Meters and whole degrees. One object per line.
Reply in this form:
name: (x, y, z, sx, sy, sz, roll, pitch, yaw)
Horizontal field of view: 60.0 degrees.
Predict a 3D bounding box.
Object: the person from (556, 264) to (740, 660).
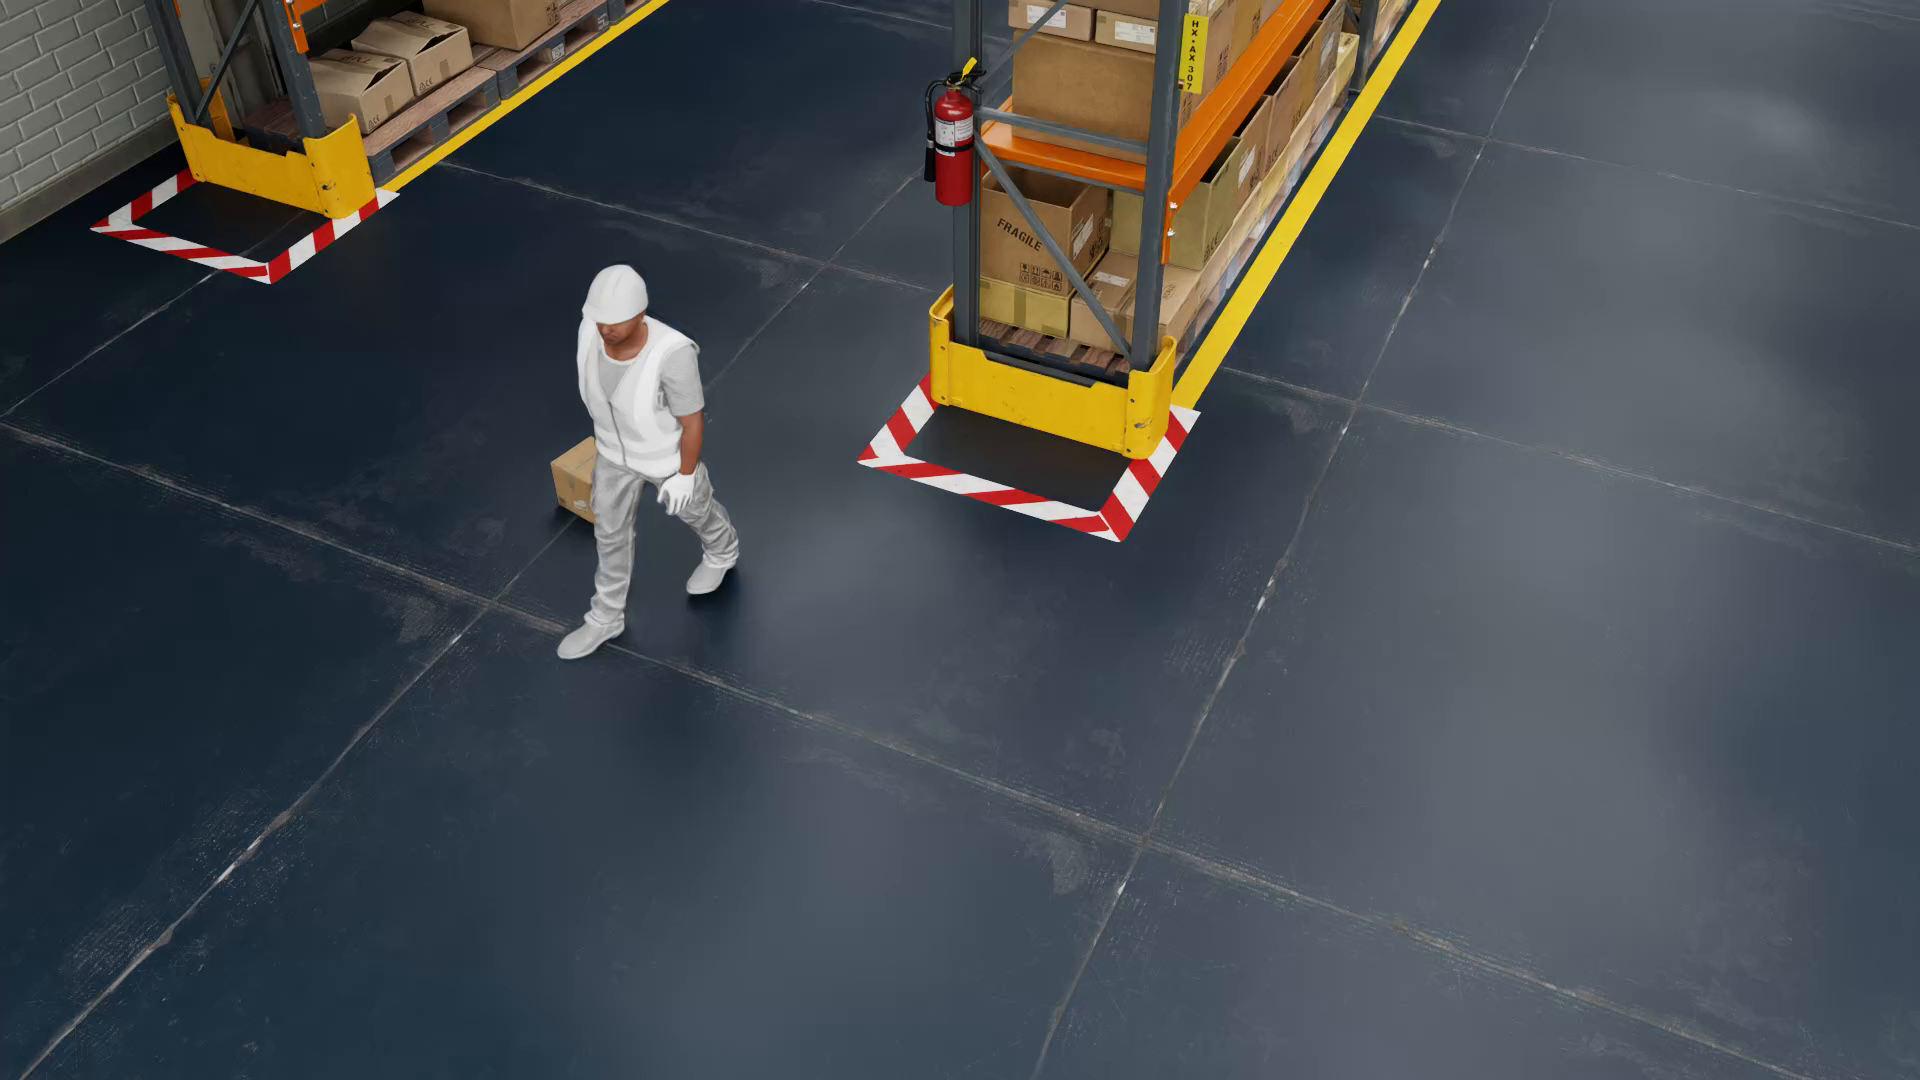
person: (-1.242, -0.336, 6.513, 0.608, 1.769, 0.829, 17, 44, 19)
